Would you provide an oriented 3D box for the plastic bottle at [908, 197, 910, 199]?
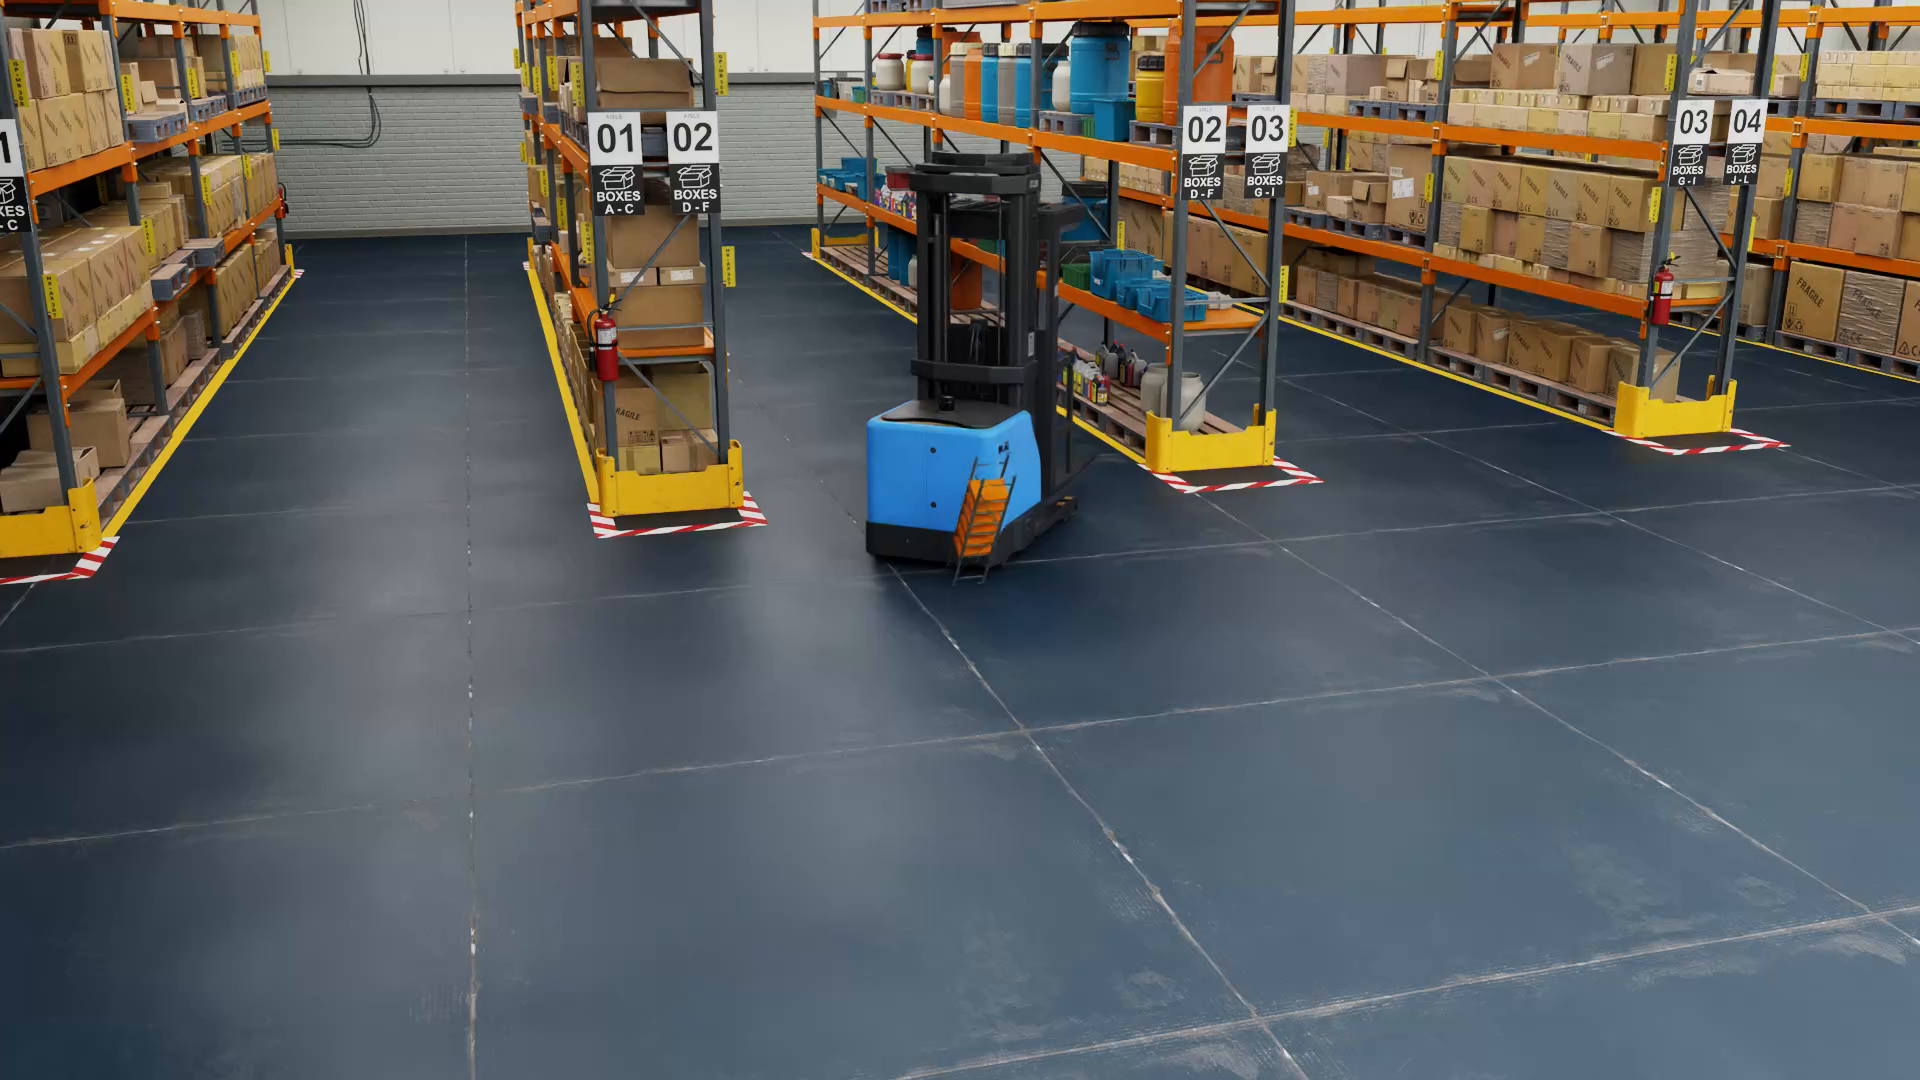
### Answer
[{"bbox_3d":[-0.710,-4.756,23.775,0.061,0.283,0.133,-5,17,-15],"label":"plastic bottle"}]

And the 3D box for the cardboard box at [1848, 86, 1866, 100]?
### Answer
[{"bbox_3d":[10.726,-5.271,19.606,0.380,0.149,0.250,-5,17,-15],"label":"cardboard box"}]

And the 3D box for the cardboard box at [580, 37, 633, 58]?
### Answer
[{"bbox_3d":[-3.641,-4.927,17.153,0.500,0.500,0.500,-4,17,-15],"label":"cardboard box"}]

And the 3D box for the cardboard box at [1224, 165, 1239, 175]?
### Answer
[{"bbox_3d":[4.365,-5.814,25.175,0.797,0.503,0.637,-4,17,-13],"label":"cardboard box"}]

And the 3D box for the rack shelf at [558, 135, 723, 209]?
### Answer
[{"bbox_3d":[-2.960,-3.367,14.983,1.077,0.370,4.000,-5,17,-15],"label":"rack shelf"}]

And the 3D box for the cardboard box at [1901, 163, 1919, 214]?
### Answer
[{"bbox_3d":[11.314,-4.009,18.948,0.875,0.550,0.500,-5,17,-15],"label":"cardboard box"}]

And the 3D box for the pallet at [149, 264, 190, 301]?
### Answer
[{"bbox_3d":[-8.342,-2.566,16.615,1.003,0.211,1.213,-5,17,-15],"label":"pallet"}]

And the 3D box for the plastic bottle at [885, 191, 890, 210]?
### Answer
[{"bbox_3d":[-1.078,-5.076,24.861,0.097,0.271,0.097,0,17,0],"label":"plastic bottle"}]

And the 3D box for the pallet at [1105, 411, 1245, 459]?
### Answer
[{"bbox_3d":[2.069,-1.019,15.978,1.003,0.211,1.213,-5,17,-15],"label":"pallet"}]

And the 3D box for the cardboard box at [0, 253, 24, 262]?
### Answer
[{"bbox_3d":[-7.781,-2.022,13.392,0.500,0.500,0.500,-5,17,-17],"label":"cardboard box"}]

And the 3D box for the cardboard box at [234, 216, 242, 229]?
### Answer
[{"bbox_3d":[-9.856,-4.255,22.304,0.380,0.149,0.250,-5,17,-15],"label":"cardboard box"}]

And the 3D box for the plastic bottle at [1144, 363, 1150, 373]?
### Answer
[{"bbox_3d":[1.977,-1.721,17.445,0.097,0.271,0.097,0,17,0],"label":"plastic bottle"}]

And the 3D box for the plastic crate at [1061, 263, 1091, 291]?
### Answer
[{"bbox_3d":[1.356,-2.719,17.159,0.450,0.188,0.662,-5,17,-15],"label":"plastic crate"}]

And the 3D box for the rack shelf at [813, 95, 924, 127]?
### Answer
[{"bbox_3d":[-1.494,-7.077,27.333,1.077,0.370,4.000,-5,17,-15],"label":"rack shelf"}]

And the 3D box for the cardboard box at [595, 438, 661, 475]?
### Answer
[{"bbox_3d":[-2.842,-0.731,14.220,0.500,0.250,0.500,-5,17,-15],"label":"cardboard box"}]

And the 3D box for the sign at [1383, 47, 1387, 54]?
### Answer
[{"bbox_3d":[8.054,-9.193,31.588,0.100,0.325,0.005,-5,17,-15],"label":"sign"}]

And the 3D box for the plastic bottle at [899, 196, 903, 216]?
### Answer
[{"bbox_3d":[-0.833,-4.830,24.042,0.097,0.271,0.097,0,17,0],"label":"plastic bottle"}]

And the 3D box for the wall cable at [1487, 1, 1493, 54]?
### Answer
[{"bbox_3d":[11.137,-12.196,37.911,2.355,3.000,0.029,-5,17,-15],"label":"wall cable"}]

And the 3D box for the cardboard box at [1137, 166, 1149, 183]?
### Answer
[{"bbox_3d":[3.299,-6.138,27.915,0.500,0.250,0.500,-4,17,-14],"label":"cardboard box"}]

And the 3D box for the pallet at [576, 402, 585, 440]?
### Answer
[{"bbox_3d":[-3.331,-1.269,16.810,1.003,0.211,1.213,-5,17,-15],"label":"pallet"}]

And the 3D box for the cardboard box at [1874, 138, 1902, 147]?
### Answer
[{"bbox_3d":[14.545,-6.183,26.408,0.500,0.500,0.500,-5,18,-17],"label":"cardboard box"}]

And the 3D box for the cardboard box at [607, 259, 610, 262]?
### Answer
[{"bbox_3d":[-2.842,-2.314,14.139,0.380,0.149,0.250,-5,17,-16],"label":"cardboard box"}]

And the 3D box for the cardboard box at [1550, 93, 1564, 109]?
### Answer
[{"bbox_3d":[6.358,-4.551,17.244,0.380,0.149,0.250,-6,18,-18],"label":"cardboard box"}]

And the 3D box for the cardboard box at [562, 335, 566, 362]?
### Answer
[{"bbox_3d":[-4.319,-2.226,19.199,0.500,0.250,0.500,-4,17,-14],"label":"cardboard box"}]

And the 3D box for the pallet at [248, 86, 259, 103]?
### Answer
[{"bbox_3d":[-11.017,-6.606,24.671,1.003,0.211,1.213,-5,17,-15],"label":"pallet"}]

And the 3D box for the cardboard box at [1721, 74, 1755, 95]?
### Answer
[{"bbox_3d":[10.262,-5.912,21.563,0.500,0.250,0.500,-5,17,-16],"label":"cardboard box"}]

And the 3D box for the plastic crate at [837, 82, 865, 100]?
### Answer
[{"bbox_3d":[-1.731,-7.280,26.966,0.437,0.282,0.530,-5,17,-15],"label":"plastic crate"}]

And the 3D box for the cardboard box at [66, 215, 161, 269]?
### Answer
[{"bbox_3d":[-8.525,-2.993,16.762,0.700,0.500,0.500,-3,17,-10],"label":"cardboard box"}]

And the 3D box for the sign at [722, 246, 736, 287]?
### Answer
[{"bbox_3d":[-1.875,-2.216,13.474,0.100,0.325,0.005,-5,17,-15],"label":"sign"}]

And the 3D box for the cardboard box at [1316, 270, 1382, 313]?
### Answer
[{"bbox_3d":[5.285,-3.394,22.617,0.700,0.500,0.500,-6,18,-20],"label":"cardboard box"}]

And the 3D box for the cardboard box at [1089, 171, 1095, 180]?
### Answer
[{"bbox_3d":[2.571,-6.614,30.193,0.380,0.149,0.250,-5,17,-16],"label":"cardboard box"}]

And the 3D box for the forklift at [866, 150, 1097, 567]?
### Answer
[{"bbox_3d":[0.328,-1.589,13.146,1.130,2.935,3.031,7,18,21],"label":"forklift"}]

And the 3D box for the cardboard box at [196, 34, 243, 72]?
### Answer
[{"bbox_3d":[-10.396,-6.840,23.350,0.500,0.500,0.500,-5,17,-16],"label":"cardboard box"}]

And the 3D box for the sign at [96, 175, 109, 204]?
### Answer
[{"bbox_3d":[-9.904,-4.051,19.213,0.100,0.325,0.005,-5,17,-15],"label":"sign"}]

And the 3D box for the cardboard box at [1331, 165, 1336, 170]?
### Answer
[{"bbox_3d":[7.289,-7.058,31.671,0.380,0.149,0.250,-5,17,-16],"label":"cardboard box"}]

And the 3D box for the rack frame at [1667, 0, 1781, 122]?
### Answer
[{"bbox_3d":[7.116,-5.377,15.210,1.000,3.000,0.127,-5,17,-15],"label":"rack frame"}]

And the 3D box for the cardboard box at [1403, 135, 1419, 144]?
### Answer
[{"bbox_3d":[8.078,-7.108,28.971,0.500,0.500,0.500,-5,18,-17],"label":"cardboard box"}]

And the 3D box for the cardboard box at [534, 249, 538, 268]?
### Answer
[{"bbox_3d":[-6.656,-4.592,27.039,0.500,0.250,0.500,-5,17,-15],"label":"cardboard box"}]

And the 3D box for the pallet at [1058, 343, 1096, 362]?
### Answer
[{"bbox_3d":[1.001,-2.097,19.567,1.003,0.211,1.213,-5,17,-15],"label":"pallet"}]

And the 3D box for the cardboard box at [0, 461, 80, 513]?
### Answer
[{"bbox_3d":[-7.276,-0.450,13.146,0.500,0.311,0.500,-7,18,-22],"label":"cardboard box"}]

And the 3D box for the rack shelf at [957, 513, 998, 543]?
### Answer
[{"bbox_3d":[0.130,-0.094,11.508,0.258,0.103,0.180,-5,54,-16],"label":"rack shelf"}]

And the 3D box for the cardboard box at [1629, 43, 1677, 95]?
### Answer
[{"bbox_3d":[6.967,-4.802,16.951,0.500,0.500,0.500,-5,17,-15],"label":"cardboard box"}]

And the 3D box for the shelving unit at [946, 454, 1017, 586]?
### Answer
[{"bbox_3d":[0.137,-0.121,11.474,0.258,1.200,0.189,-5,54,-16],"label":"shelving unit"}]

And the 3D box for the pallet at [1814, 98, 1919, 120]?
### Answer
[{"bbox_3d":[11.028,-5.141,19.794,1.003,0.211,1.213,-5,17,-15],"label":"pallet"}]

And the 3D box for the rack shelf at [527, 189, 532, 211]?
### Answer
[{"bbox_3d":[-6.258,-5.250,26.465,1.077,0.370,4.000,-5,17,-15],"label":"rack shelf"}]

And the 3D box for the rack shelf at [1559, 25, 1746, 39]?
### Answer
[{"bbox_3d":[12.797,-9.497,30.871,1.077,0.370,4.000,-5,17,-15],"label":"rack shelf"}]

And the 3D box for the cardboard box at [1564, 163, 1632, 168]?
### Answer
[{"bbox_3d":[6.814,-3.761,17.831,0.500,0.500,0.500,-5,17,-15],"label":"cardboard box"}]

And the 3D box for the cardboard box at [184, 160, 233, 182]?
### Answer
[{"bbox_3d":[-9.824,-4.815,21.738,0.500,0.250,0.500,-4,17,-14],"label":"cardboard box"}]

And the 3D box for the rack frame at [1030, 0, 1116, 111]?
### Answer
[{"bbox_3d":[1.254,-6.092,17.590,1.000,3.000,0.127,-5,17,-15],"label":"rack frame"}]

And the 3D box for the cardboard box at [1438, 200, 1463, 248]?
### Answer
[{"bbox_3d":[6.080,-3.671,19.269,0.875,0.500,0.500,-5,17,-15],"label":"cardboard box"}]

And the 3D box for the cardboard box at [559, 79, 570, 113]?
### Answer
[{"bbox_3d":[-3.476,-4.181,15.623,0.500,0.311,0.500,-6,18,-18],"label":"cardboard box"}]

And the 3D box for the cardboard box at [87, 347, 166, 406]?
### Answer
[{"bbox_3d":[-8.490,-1.651,16.815,0.700,0.500,0.500,-4,17,-13],"label":"cardboard box"}]

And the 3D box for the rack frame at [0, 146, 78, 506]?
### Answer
[{"bbox_3d":[-7.172,-1.329,12.162,1.000,3.000,0.127,-5,17,-15],"label":"rack frame"}]
